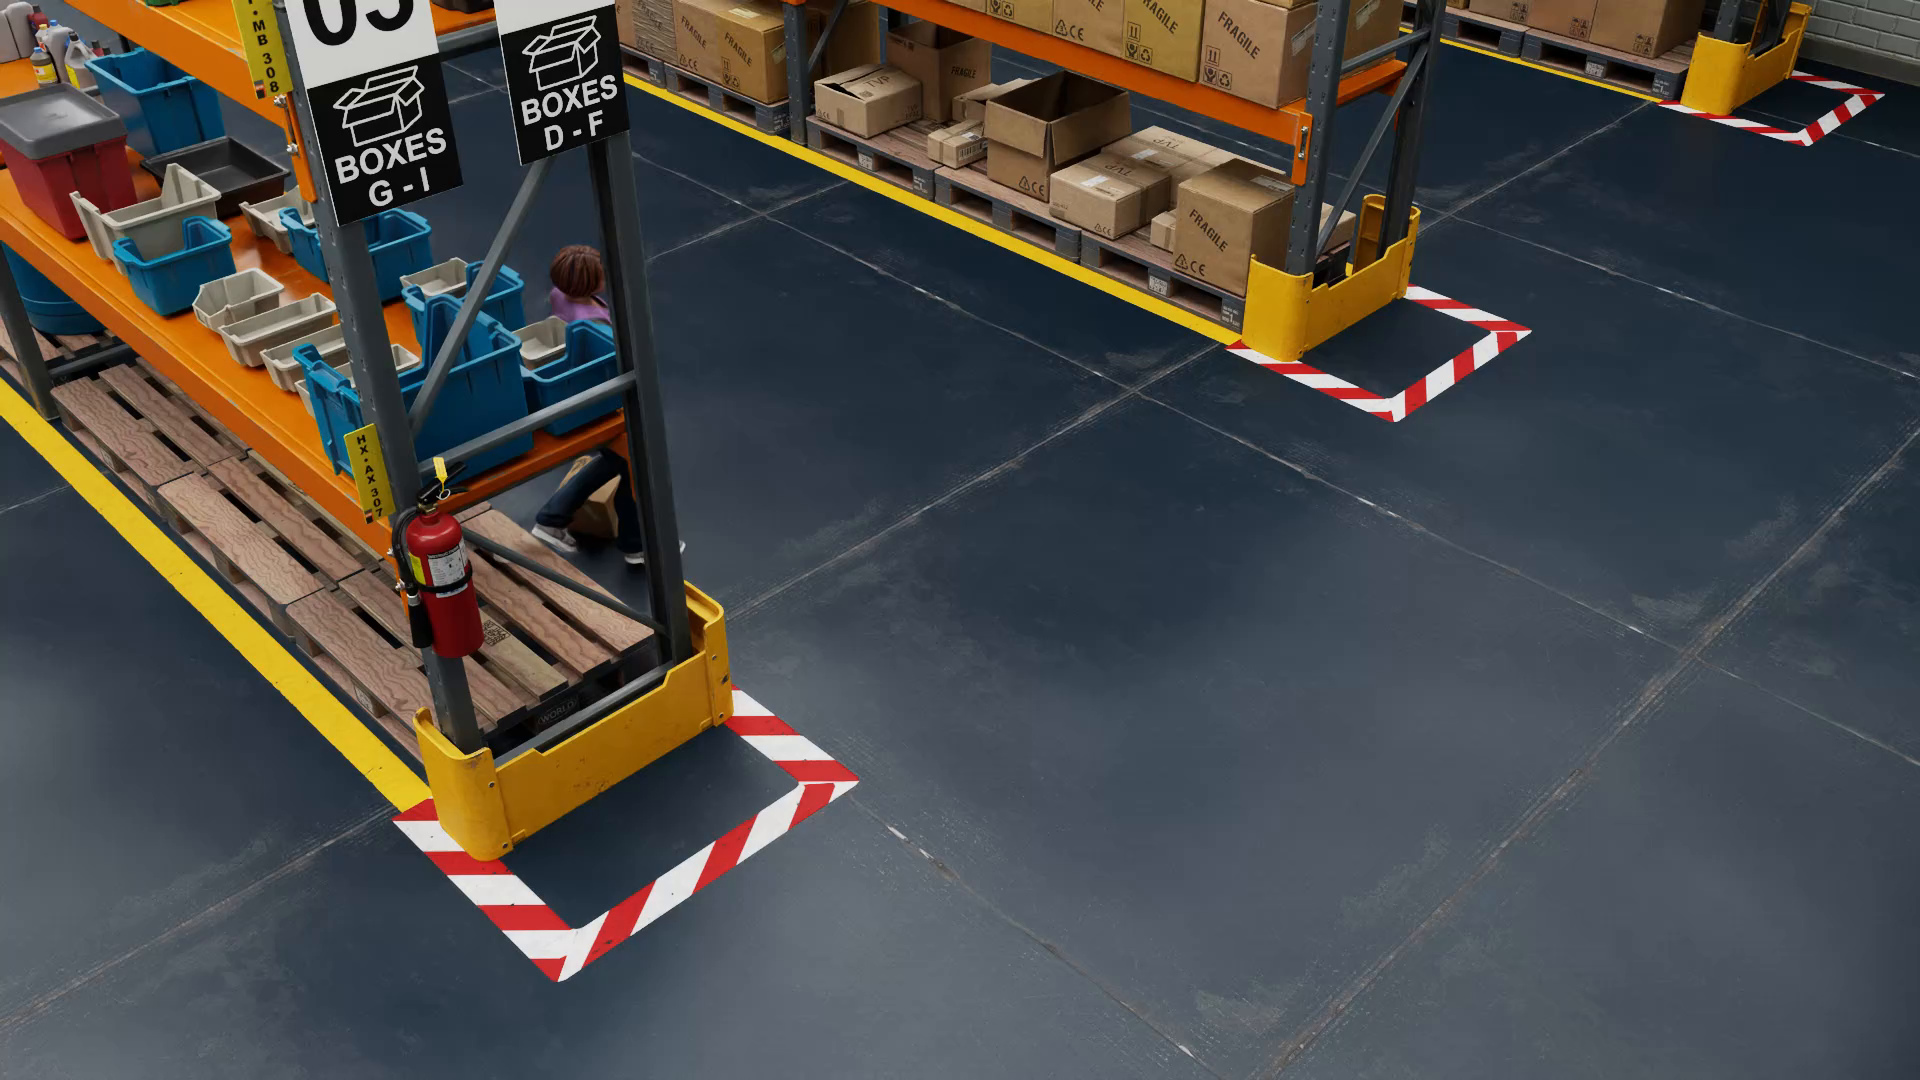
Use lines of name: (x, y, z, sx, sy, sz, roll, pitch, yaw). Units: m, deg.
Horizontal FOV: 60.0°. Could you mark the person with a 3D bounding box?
person: (-1.518, -0.518, 6.854, 0.638, 1.572, 0.425, -18, 39, -23)
